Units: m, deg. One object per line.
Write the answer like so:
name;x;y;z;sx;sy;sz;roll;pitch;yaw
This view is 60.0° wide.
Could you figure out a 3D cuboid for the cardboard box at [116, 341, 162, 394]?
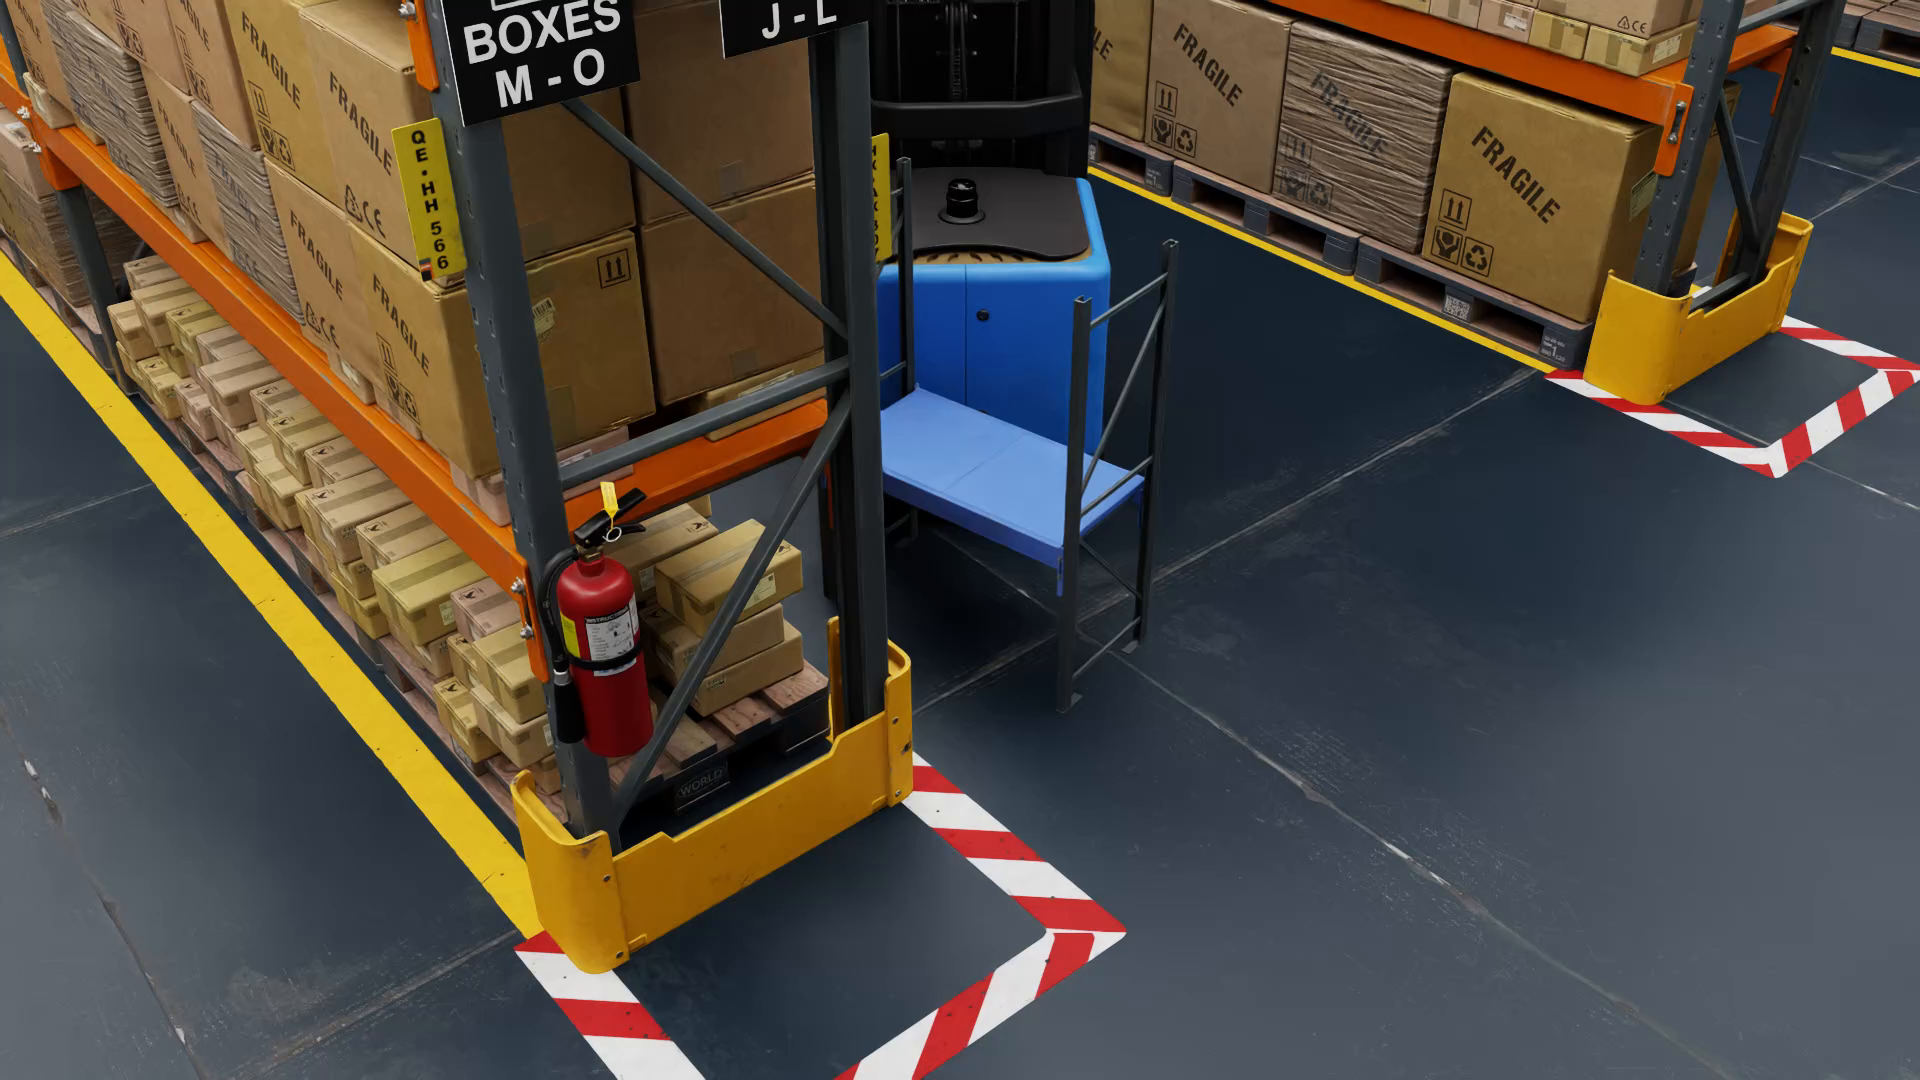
cardboard box;-3.218;-0.769;6.844;0.380;0.149;0.250;-28;44;-34

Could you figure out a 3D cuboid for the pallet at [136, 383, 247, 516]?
pallet;-2.747;-0.621;6.944;1.003;0.211;1.213;-26;43;-32

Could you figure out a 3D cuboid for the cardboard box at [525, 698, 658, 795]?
cardboard box;-1.125;0.561;4.965;0.380;0.149;0.250;-25;42;-31

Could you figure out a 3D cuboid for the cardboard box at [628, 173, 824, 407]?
cardboard box;-0.705;-0.740;4.355;0.500;0.500;0.500;-24;42;-30

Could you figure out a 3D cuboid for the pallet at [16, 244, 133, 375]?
pallet;-3.711;-1.247;7.829;1.003;0.211;1.213;-26;43;-32

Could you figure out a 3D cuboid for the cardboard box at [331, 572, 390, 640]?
cardboard box;-1.855;0.143;5.555;0.380;0.149;0.250;-28;44;-34

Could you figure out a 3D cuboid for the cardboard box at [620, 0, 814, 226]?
cardboard box;-0.713;-1.144;4.060;0.500;0.500;0.500;-26;43;-32

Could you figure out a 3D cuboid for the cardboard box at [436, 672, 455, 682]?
cardboard box;-1.473;0.337;5.282;0.380;0.149;0.250;-26;43;-32

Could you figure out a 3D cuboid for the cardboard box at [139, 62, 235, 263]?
cardboard box;-2.090;-1.214;5.025;0.500;0.500;0.500;-24;42;-30

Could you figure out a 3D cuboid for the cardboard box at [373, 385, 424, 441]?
cardboard box;-1.358;-0.441;4.495;0.380;0.149;0.250;-26;43;-32

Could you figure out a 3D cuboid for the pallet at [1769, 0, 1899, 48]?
pallet;5.726;-3.708;11.303;1.003;0.211;1.213;-26;43;-32

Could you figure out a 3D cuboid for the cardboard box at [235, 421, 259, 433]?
cardboard box;-2.470;-0.469;6.163;0.380;0.149;0.250;-24;42;-30

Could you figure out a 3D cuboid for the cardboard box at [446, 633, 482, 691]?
cardboard box;-1.312;0.333;5.031;0.380;0.149;0.250;-27;43;-33

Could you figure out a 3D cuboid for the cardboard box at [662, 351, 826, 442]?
cardboard box;-0.585;-0.439;4.492;0.380;0.149;0.250;-26;43;-32

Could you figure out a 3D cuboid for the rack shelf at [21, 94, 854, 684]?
rack shelf;-1.917;-0.866;5.499;1.077;0.370;4.000;-26;43;-32

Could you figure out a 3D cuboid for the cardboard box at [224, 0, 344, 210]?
cardboard box;-1.438;-1.179;4.111;0.500;0.500;0.500;-28;44;-33

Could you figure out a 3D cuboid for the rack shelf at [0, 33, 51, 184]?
rack shelf;-4.498;-2.632;7.993;1.077;0.370;4.000;-26;43;-32

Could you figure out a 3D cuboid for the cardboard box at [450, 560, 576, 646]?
cardboard box;-1.280;0.202;4.959;0.380;0.149;0.250;-25;42;-31

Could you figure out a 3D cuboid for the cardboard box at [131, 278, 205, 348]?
cardboard box;-3.011;-0.920;6.542;0.380;0.149;0.250;-24;42;-30

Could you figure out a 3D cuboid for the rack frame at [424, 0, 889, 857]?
rack frame;-0.626;-0.276;4.044;1.000;3.000;0.127;-26;43;-32

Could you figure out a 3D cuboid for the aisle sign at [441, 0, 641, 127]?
aisle sign;-0.808;-1.193;3.090;0.394;0.787;0.004;-26;43;-32

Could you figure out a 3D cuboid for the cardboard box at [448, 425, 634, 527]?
cardboard box;-1.052;-0.212;4.171;0.380;0.149;0.250;-26;43;-32

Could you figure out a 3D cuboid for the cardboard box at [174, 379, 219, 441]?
cardboard box;-2.846;-0.562;6.551;0.380;0.149;0.250;-26;43;-32

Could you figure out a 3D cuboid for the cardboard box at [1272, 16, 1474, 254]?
cardboard box;2.167;-2.040;8.010;0.875;0.875;0.875;-26;43;-32

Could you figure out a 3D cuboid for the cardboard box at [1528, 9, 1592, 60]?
cardboard box;2.578;-2.127;6.876;0.380;0.149;0.250;-26;43;-31

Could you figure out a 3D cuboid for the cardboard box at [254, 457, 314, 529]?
cardboard box;-2.216;-0.216;5.805;0.380;0.149;0.250;-26;43;-31

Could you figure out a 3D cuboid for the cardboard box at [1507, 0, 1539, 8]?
cardboard box;2.386;-2.481;7.030;0.500;0.250;0.500;-27;43;-33

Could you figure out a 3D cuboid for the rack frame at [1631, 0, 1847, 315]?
rack frame;3.228;-2.081;6.594;1.000;3.000;0.127;-26;43;-32

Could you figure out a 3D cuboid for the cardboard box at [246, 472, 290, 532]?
cardboard box;-2.350;-0.212;6.057;0.380;0.149;0.250;-27;44;-33

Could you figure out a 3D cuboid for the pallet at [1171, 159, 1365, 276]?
pallet;1.869;-1.806;8.617;1.003;0.211;1.213;-26;43;-32

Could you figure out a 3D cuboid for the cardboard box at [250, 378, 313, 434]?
cardboard box;-2.284;-0.488;5.932;0.380;0.149;0.250;-28;44;-34

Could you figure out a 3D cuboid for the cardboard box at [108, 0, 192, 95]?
cardboard box;-2.125;-1.638;4.758;0.500;0.500;0.500;-28;44;-33

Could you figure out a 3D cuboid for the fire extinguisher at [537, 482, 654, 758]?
fire extinguisher;-0.816;0.191;3.775;0.296;0.674;0.183;-26;43;-32

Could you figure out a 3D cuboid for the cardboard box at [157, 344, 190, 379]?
cardboard box;-2.986;-0.814;6.650;0.380;0.149;0.250;-26;43;-31

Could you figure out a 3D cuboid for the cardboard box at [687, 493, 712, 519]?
cardboard box;-1.039;-0.121;5.414;0.380;0.149;0.250;-26;43;-32

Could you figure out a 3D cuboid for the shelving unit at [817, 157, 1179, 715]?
shelving unit;0.078;-0.338;5.430;1.048;1.500;0.538;24;42;30

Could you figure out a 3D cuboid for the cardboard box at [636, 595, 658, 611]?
cardboard box;-0.902;0.126;5.323;0.380;0.149;0.250;-26;43;-32

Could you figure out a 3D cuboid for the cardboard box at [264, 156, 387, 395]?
cardboard box;-1.441;-0.770;4.398;0.500;0.500;0.500;-27;43;-32

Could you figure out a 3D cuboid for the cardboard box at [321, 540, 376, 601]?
cardboard box;-1.865;0.015;5.479;0.380;0.149;0.250;-25;42;-31

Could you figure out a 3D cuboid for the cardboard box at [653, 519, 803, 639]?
cardboard box;-0.705;0.115;5.081;0.380;0.149;0.250;-28;44;-34

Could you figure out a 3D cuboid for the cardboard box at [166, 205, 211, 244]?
cardboard box;-2.388;-1.129;5.466;0.380;0.149;0.250;-24;42;-30

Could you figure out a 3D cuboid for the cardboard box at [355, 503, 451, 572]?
cardboard box;-1.662;-0.003;5.248;0.380;0.149;0.250;-28;44;-33

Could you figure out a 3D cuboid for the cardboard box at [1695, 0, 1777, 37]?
cardboard box;3.251;-2.259;7.061;0.380;0.149;0.250;-25;43;-31

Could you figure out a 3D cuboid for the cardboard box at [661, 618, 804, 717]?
cardboard box;-0.720;0.365;5.242;0.380;0.149;0.250;-25;42;-31

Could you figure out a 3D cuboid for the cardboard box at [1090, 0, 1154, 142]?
cardboard box;1.012;-2.830;9.126;0.875;0.875;0.875;-26;43;-32

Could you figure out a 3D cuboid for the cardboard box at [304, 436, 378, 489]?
cardboard box;-1.964;-0.259;5.609;0.380;0.149;0.250;-28;44;-33

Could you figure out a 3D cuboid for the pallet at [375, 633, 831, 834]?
pallet;-1.172;0.456;5.423;1.003;0.211;1.213;-26;43;-32

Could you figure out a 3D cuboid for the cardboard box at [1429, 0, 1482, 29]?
cardboard box;2.255;-2.350;7.190;0.380;0.149;0.250;-25;42;-31

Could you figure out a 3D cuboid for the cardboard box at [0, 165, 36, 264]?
cardboard box;-4.208;-1.653;7.788;0.500;0.500;0.500;-27;43;-33

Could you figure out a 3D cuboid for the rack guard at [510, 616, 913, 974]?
rack guard;-0.675;0.710;4.814;1.175;0.500;0.348;-26;43;-32

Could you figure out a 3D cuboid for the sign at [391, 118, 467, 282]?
sign;-1.063;-0.679;3.339;0.100;0.325;0.005;-26;43;-32

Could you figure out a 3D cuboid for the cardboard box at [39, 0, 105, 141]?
cardboard box;-2.756;-1.676;5.677;0.500;0.500;0.500;-26;43;-32

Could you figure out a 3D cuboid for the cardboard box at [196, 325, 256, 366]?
cardboard box;-2.624;-0.720;6.260;0.380;0.149;0.250;-27;43;-33

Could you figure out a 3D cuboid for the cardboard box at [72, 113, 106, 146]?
cardboard box;-3.051;-1.606;6.140;0.380;0.149;0.250;-25;42;-31

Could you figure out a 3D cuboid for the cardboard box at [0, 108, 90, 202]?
cardboard box;-3.881;-1.734;7.254;0.500;0.250;0.500;-27;44;-33

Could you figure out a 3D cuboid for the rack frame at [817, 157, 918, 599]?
rack frame;-0.323;-0.519;5.684;0.032;1.500;0.500;24;42;30

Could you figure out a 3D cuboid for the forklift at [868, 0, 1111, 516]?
forklift;-0.032;-2.107;6.689;1.130;2.935;3.031;-1;35;-2

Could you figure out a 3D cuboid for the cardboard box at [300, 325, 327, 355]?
cardboard box;-1.688;-0.672;4.821;0.380;0.149;0.250;-28;44;-34
